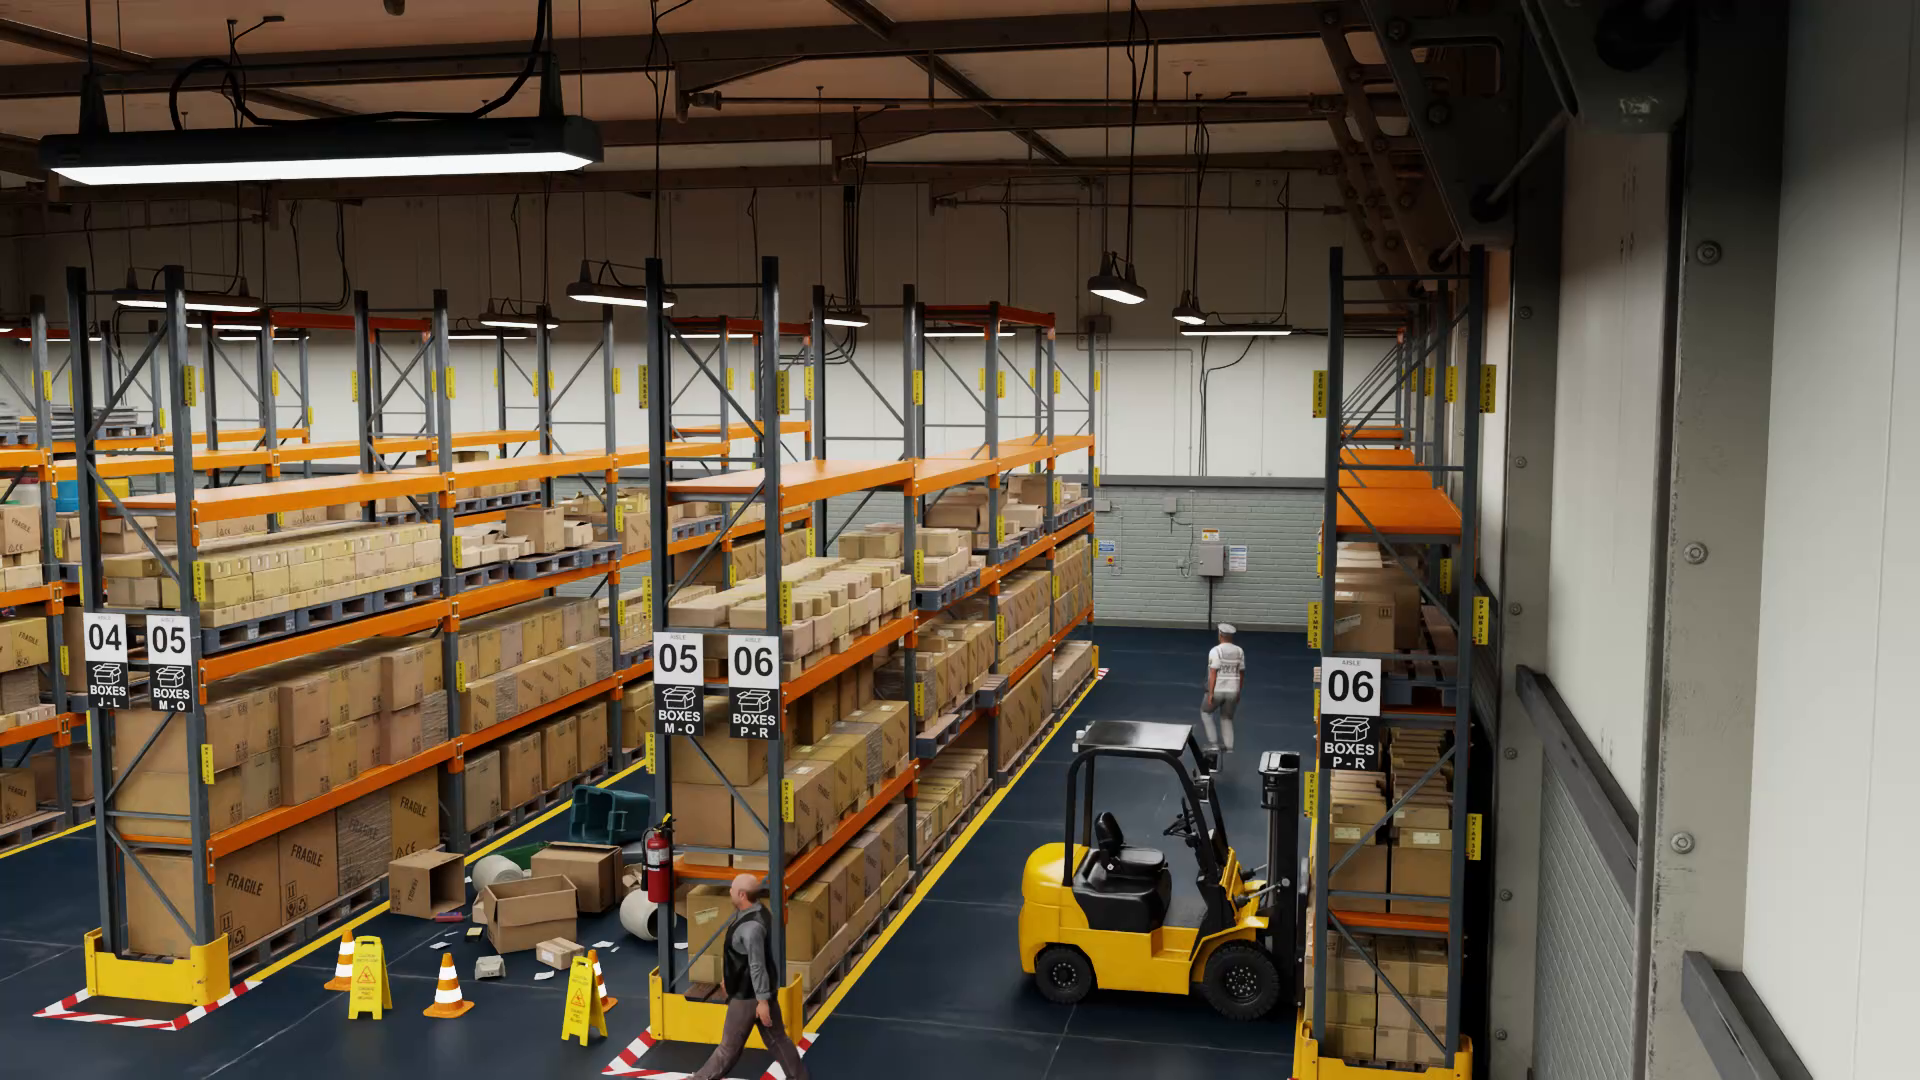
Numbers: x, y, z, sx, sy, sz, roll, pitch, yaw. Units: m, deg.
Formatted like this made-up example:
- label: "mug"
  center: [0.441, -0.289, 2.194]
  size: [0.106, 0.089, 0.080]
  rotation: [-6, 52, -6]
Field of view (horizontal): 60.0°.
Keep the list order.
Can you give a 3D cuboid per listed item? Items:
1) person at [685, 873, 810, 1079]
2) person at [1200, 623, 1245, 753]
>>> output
- label: "person"
  center: [-1.558, 3.142, 11.660]
  size: [1.062, 1.657, 0.557]
  rotation: [1, 6, 6]
- label: "person"
  center: [3.418, 1.938, 21.447]
  size: [0.553, 1.712, 0.634]
  rotation: [-1, 6, -6]
